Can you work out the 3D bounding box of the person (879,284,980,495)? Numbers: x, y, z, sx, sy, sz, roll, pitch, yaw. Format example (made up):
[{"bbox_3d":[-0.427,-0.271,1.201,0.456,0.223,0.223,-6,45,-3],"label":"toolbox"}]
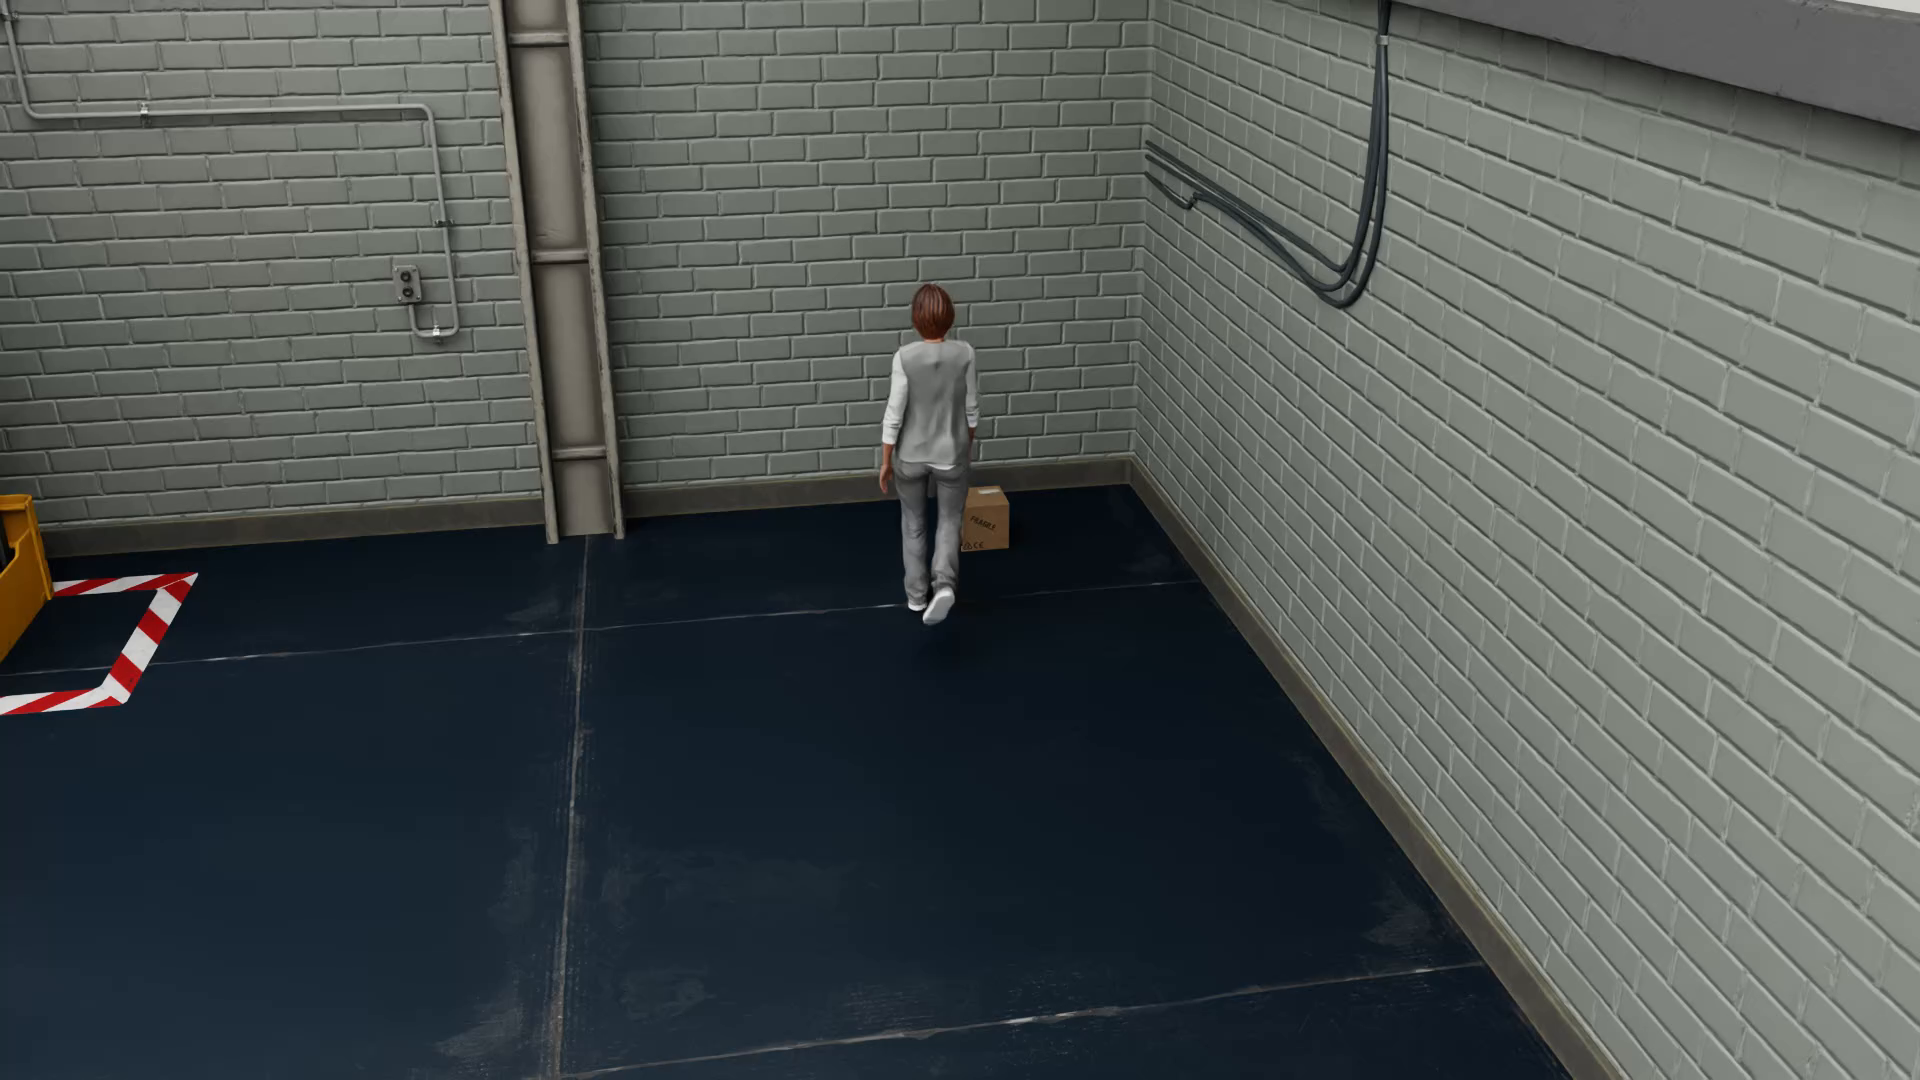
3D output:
[{"bbox_3d":[-0.136,-0.661,7.313,0.449,0.928,0.270,-1,24,-2],"label":"person"}]
